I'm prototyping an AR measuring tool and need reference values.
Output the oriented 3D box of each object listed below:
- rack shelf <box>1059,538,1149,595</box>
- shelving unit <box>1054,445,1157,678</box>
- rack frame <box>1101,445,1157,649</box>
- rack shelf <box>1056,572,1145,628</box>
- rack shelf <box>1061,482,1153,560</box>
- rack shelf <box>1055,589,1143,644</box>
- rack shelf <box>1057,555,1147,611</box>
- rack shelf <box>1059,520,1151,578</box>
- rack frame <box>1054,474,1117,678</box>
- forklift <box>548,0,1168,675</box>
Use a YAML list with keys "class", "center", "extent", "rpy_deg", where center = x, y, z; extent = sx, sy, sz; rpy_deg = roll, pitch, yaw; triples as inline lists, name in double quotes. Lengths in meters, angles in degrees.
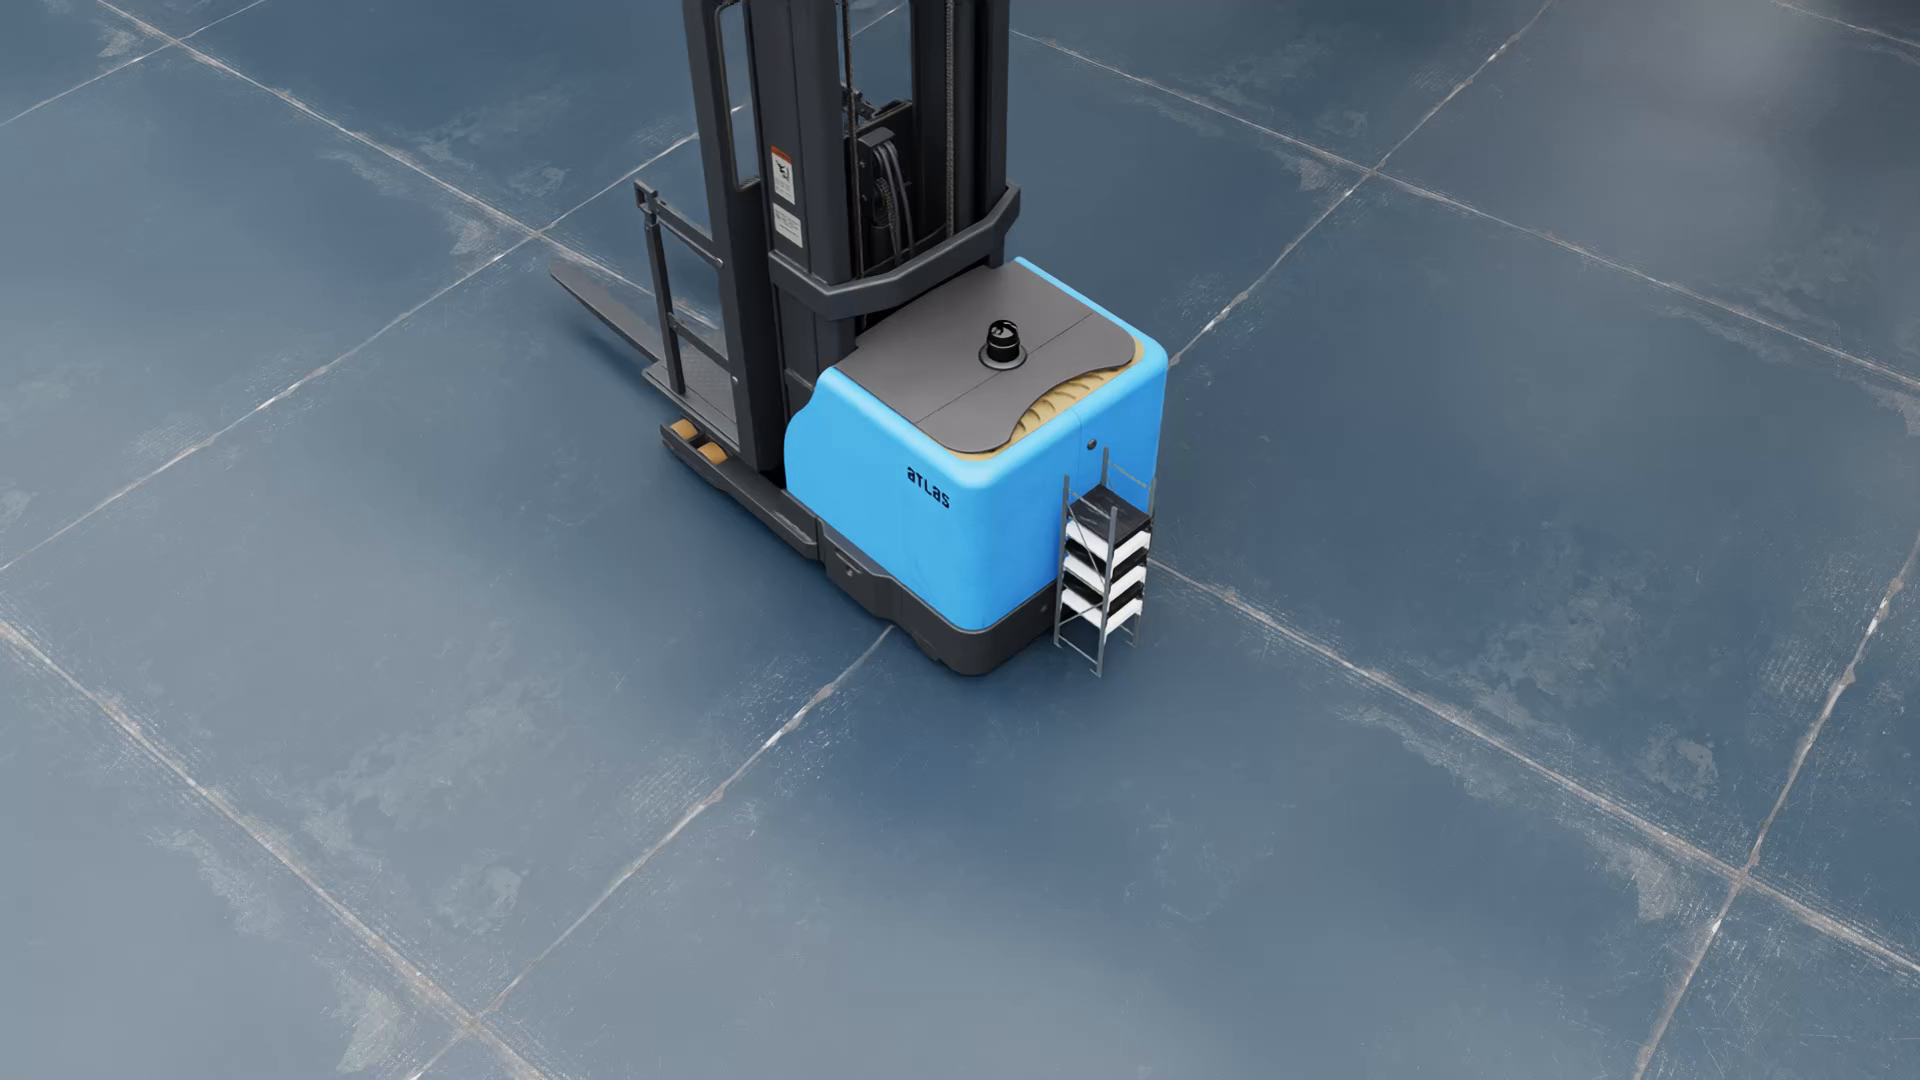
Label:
- class: "rack shelf"
  center: [0.517, 0.055, 5.997]
  extent: [0.200, 0.077, 0.258]
  rpy_deg: [-35, 56, -29]
- class: "shelving unit"
  center: [0.517, 0.094, 6.038]
  extent: [0.210, 0.900, 0.258]
  rpy_deg: [-35, 56, -29]
- class: "rack frame"
  center: [0.589, 0.042, 6.087]
  extent: [0.006, 0.900, 0.240]
  rpy_deg: [-35, 56, -29]
- class: "rack shelf"
  center: [0.517, 0.179, 6.127]
  extent: [0.200, 0.077, 0.258]
  rpy_deg: [-35, 56, -29]
- class: "rack shelf"
  center: [0.517, -0.070, 5.867]
  extent: [0.200, 0.077, 0.258]
  rpy_deg: [-35, 56, -29]
- class: "rack shelf"
  center: [0.517, 0.241, 6.192]
  extent: [0.200, 0.077, 0.258]
  rpy_deg: [-35, 56, -29]
- class: "rack shelf"
  center: [0.517, 0.117, 6.062]
  extent: [0.200, 0.077, 0.258]
  rpy_deg: [-35, 56, -29]
- class: "rack shelf"
  center: [0.517, -0.007, 5.932]
  extent: [0.200, 0.077, 0.258]
  rpy_deg: [-35, 56, -29]
- class: "rack frame"
  center: [0.444, 0.145, 5.989]
  extent: [0.006, 0.900, 0.240]
  rpy_deg: [-35, 56, -29]
- class: "forklift"
  center: [-0.616, -1.484, 6.141]
  extent: [1.130, 2.935, 3.031]
  rpy_deg: [-34, 55, -28]
